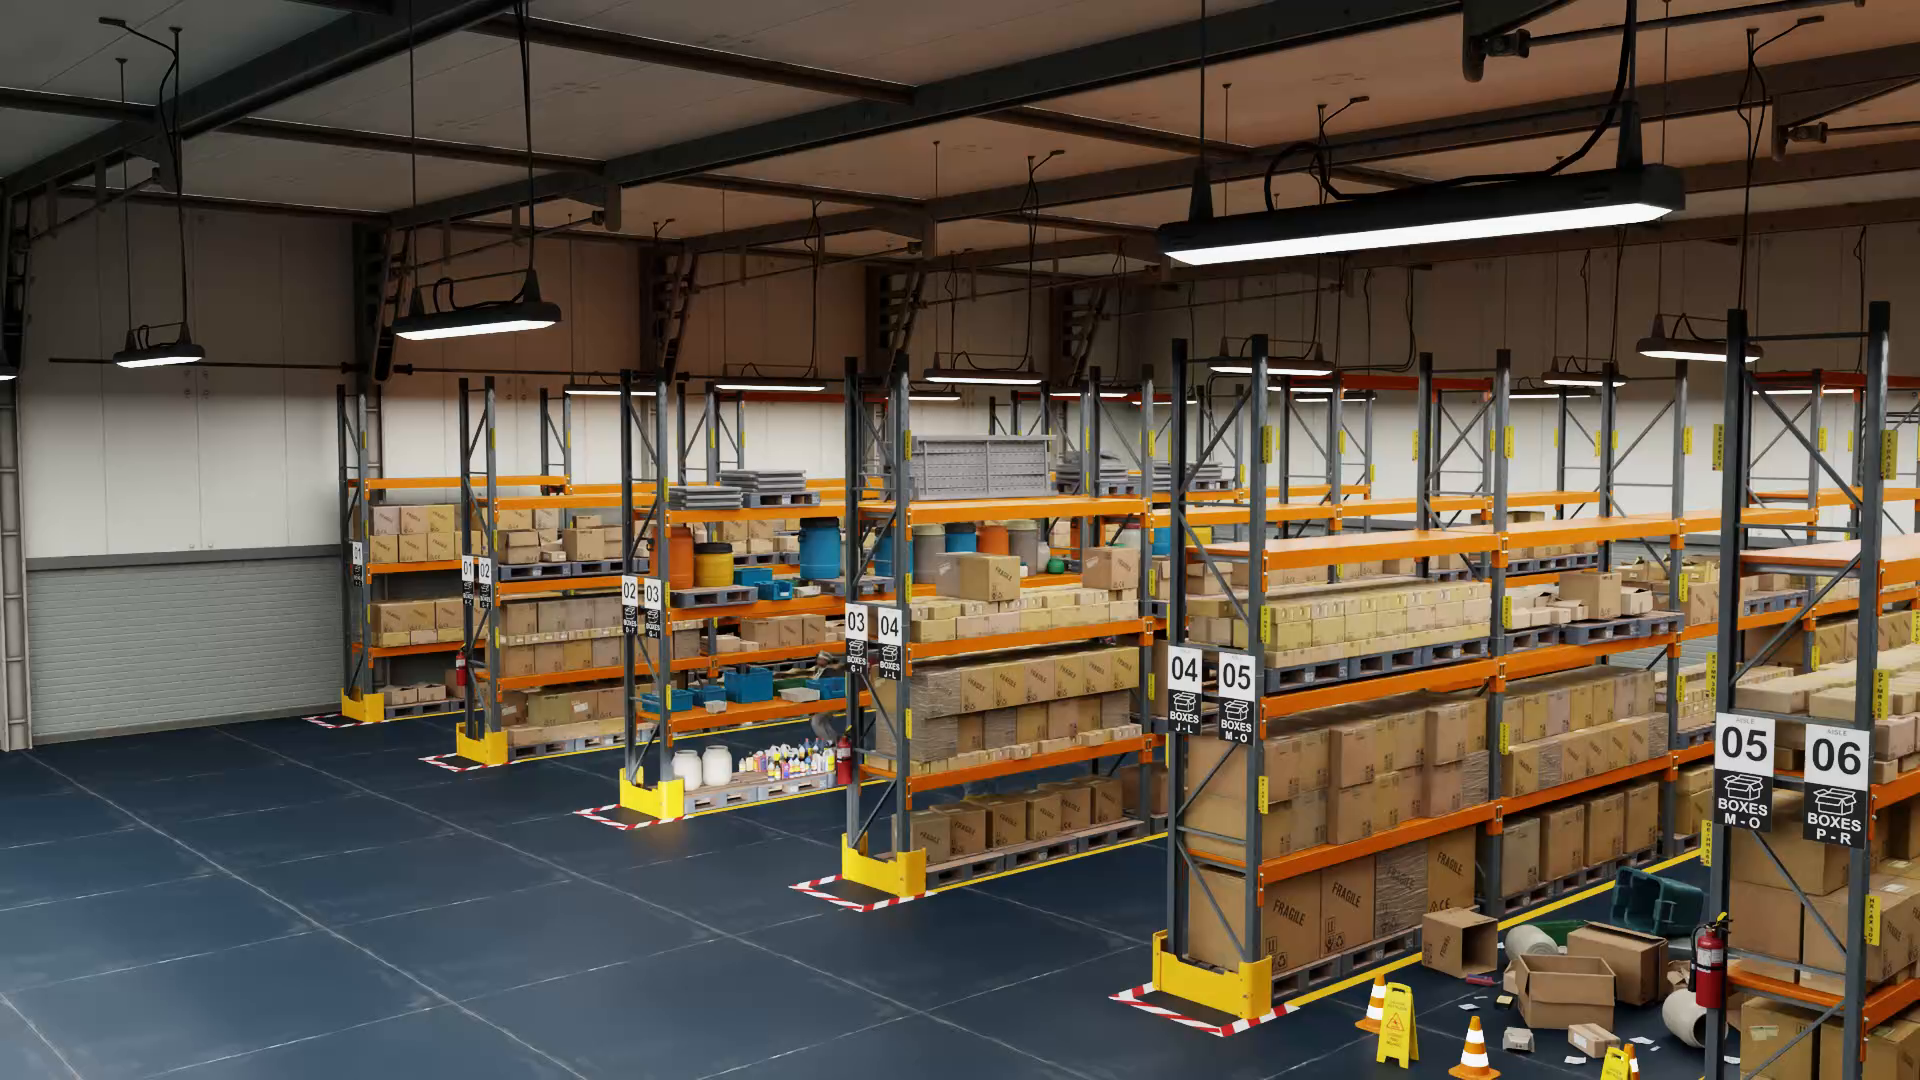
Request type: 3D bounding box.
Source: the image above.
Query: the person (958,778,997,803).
[{"bbox_3d":[0.234,2.813,22.733,0.716,1.664,0.822,-1,4,-15],"label":"person"}]

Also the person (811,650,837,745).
[{"bbox_3d":[-2.182,2.597,26.402,0.624,1.713,0.568,-1,4,-22],"label":"person"}]
